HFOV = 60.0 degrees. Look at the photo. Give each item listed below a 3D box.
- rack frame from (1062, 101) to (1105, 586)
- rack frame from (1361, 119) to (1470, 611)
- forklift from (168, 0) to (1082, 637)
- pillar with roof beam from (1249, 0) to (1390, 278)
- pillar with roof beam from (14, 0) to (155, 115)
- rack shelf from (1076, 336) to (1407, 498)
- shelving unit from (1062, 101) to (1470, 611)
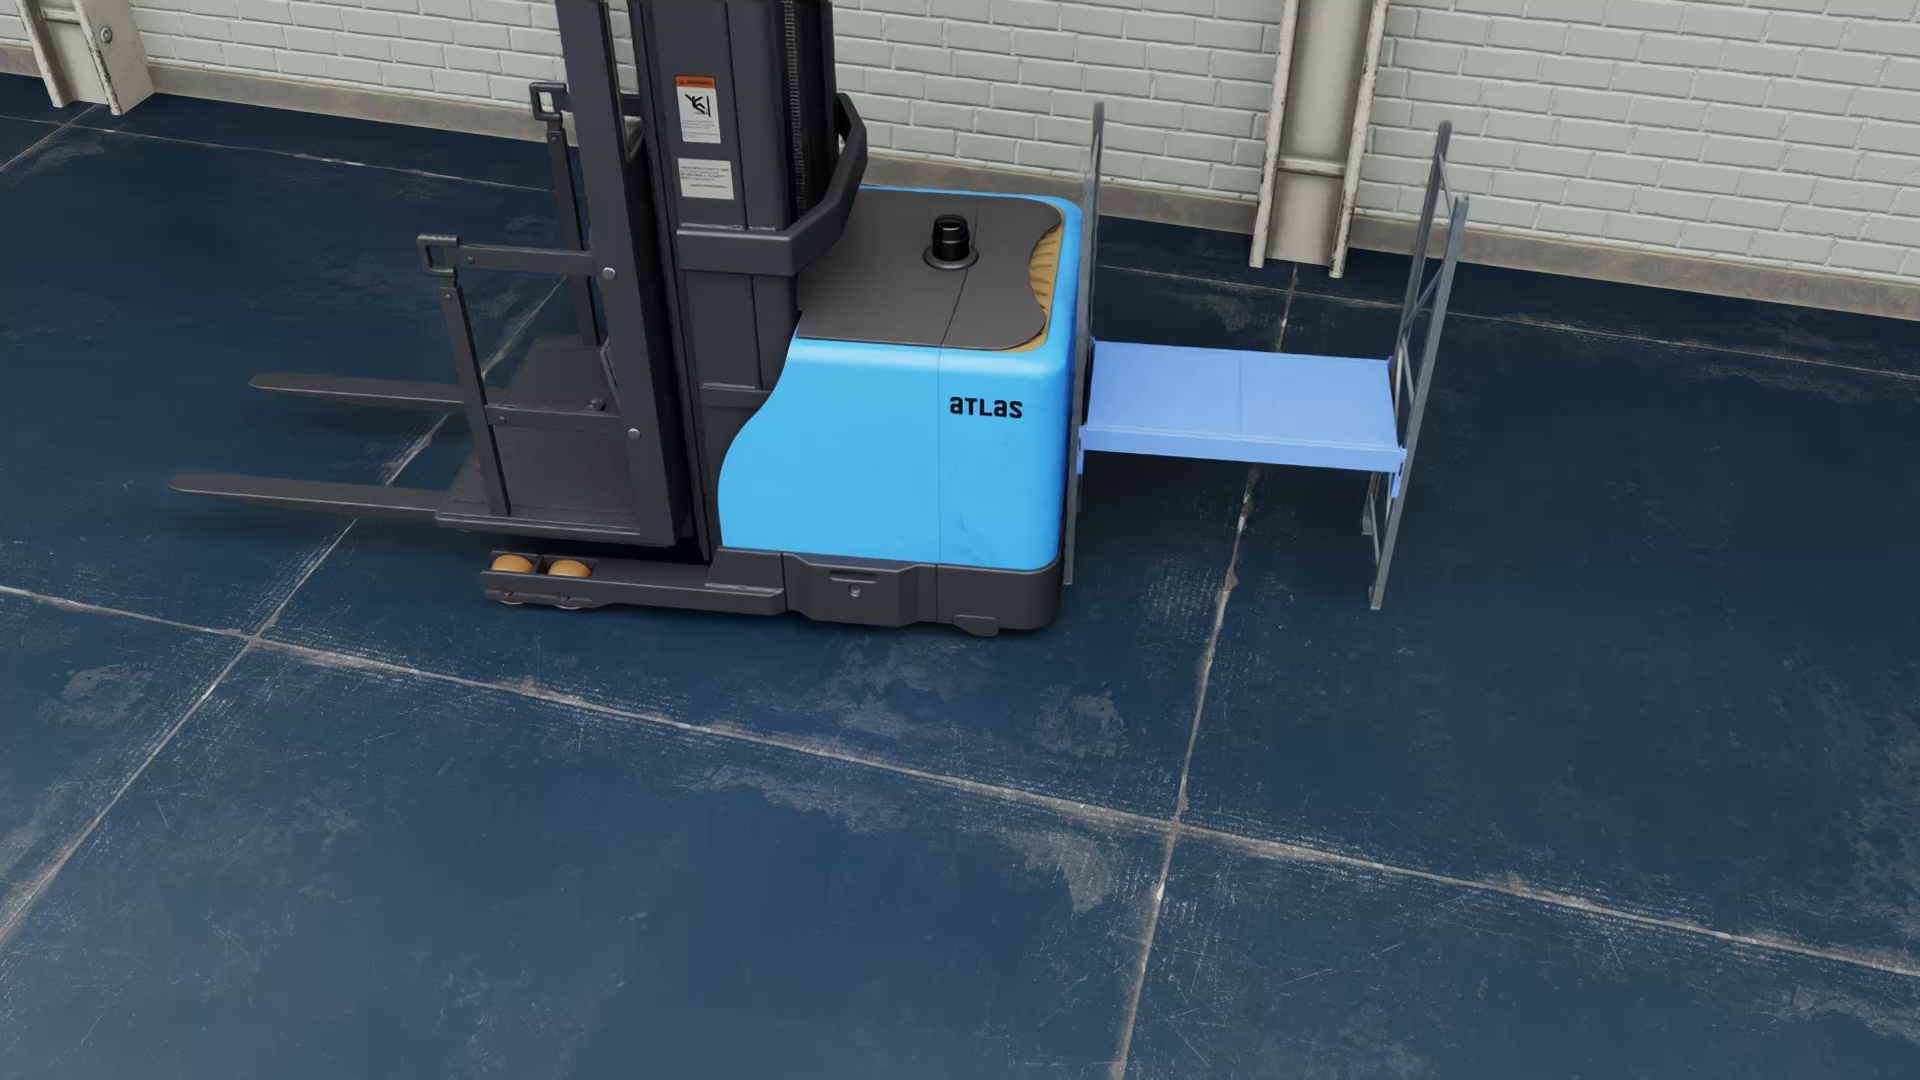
[{"bbox_3d":[0.389,-0.582,5.276,0.032,1.500,0.500,5,40,5],"label":"rack frame"},{"bbox_3d":[1.398,-0.502,5.182,0.032,1.500,0.500,5,40,5],"label":"rack frame"},{"bbox_3d":[-1.136,-1.226,4.930,3.031,2.935,1.130,5,40,5],"label":"forklift"},{"bbox_3d":[0.362,-2.013,1.150,0.400,9.000,9.100,10,41,11],"label":"pillar with roof beam"},{"bbox_3d":[-5.434,-3.010,2.337,0.400,9.000,9.100,10,41,11],"label":"pillar with roof beam"},{"bbox_3d":[0.893,-0.404,5.345,1.000,0.185,0.538,5,40,5],"label":"rack shelf"},{"bbox_3d":[0.893,-0.542,5.229,1.048,1.500,0.538,5,40,5],"label":"shelving unit"}]
